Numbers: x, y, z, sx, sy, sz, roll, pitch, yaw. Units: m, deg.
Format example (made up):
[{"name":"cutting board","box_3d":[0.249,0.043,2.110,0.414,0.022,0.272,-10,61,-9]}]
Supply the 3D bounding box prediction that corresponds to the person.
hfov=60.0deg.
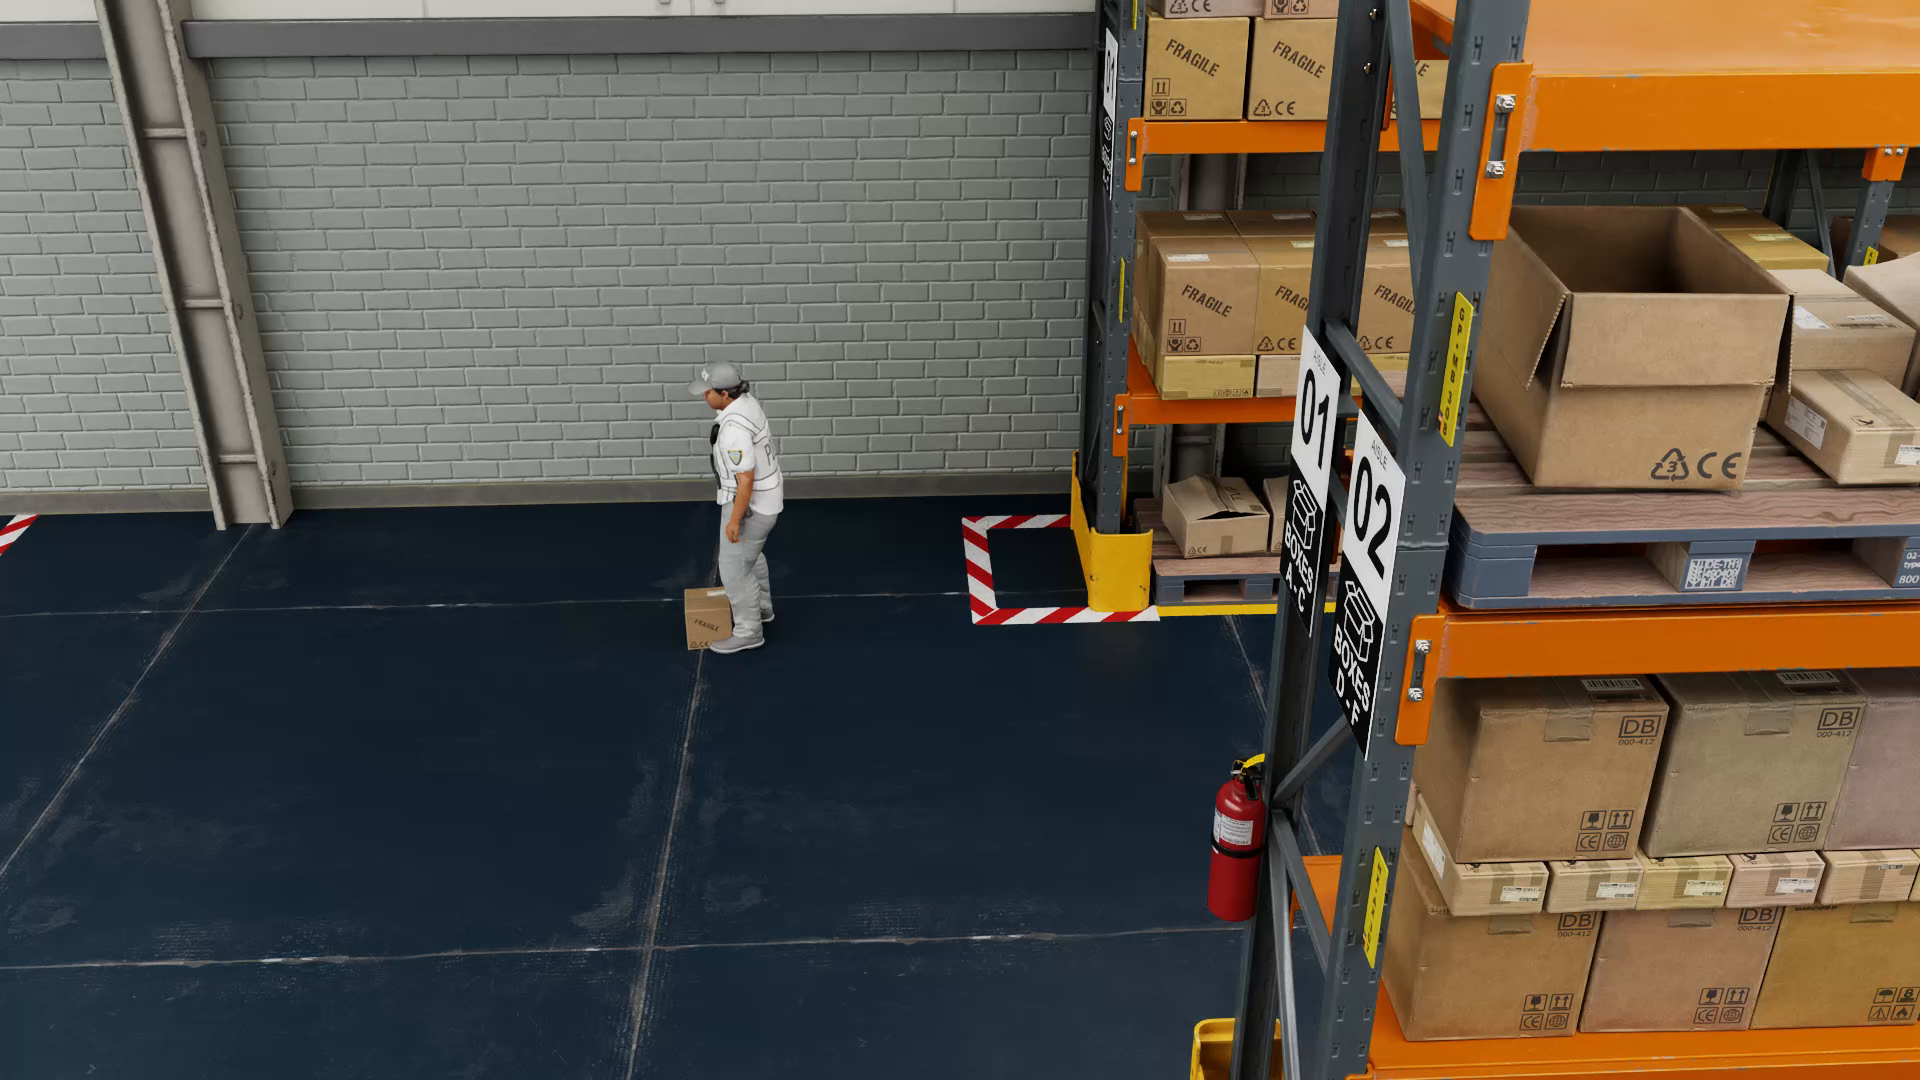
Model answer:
[{"name":"person","box_3d":[-1.186,-0.196,8.986,0.467,1.667,0.540,-1,28,-2]}]
